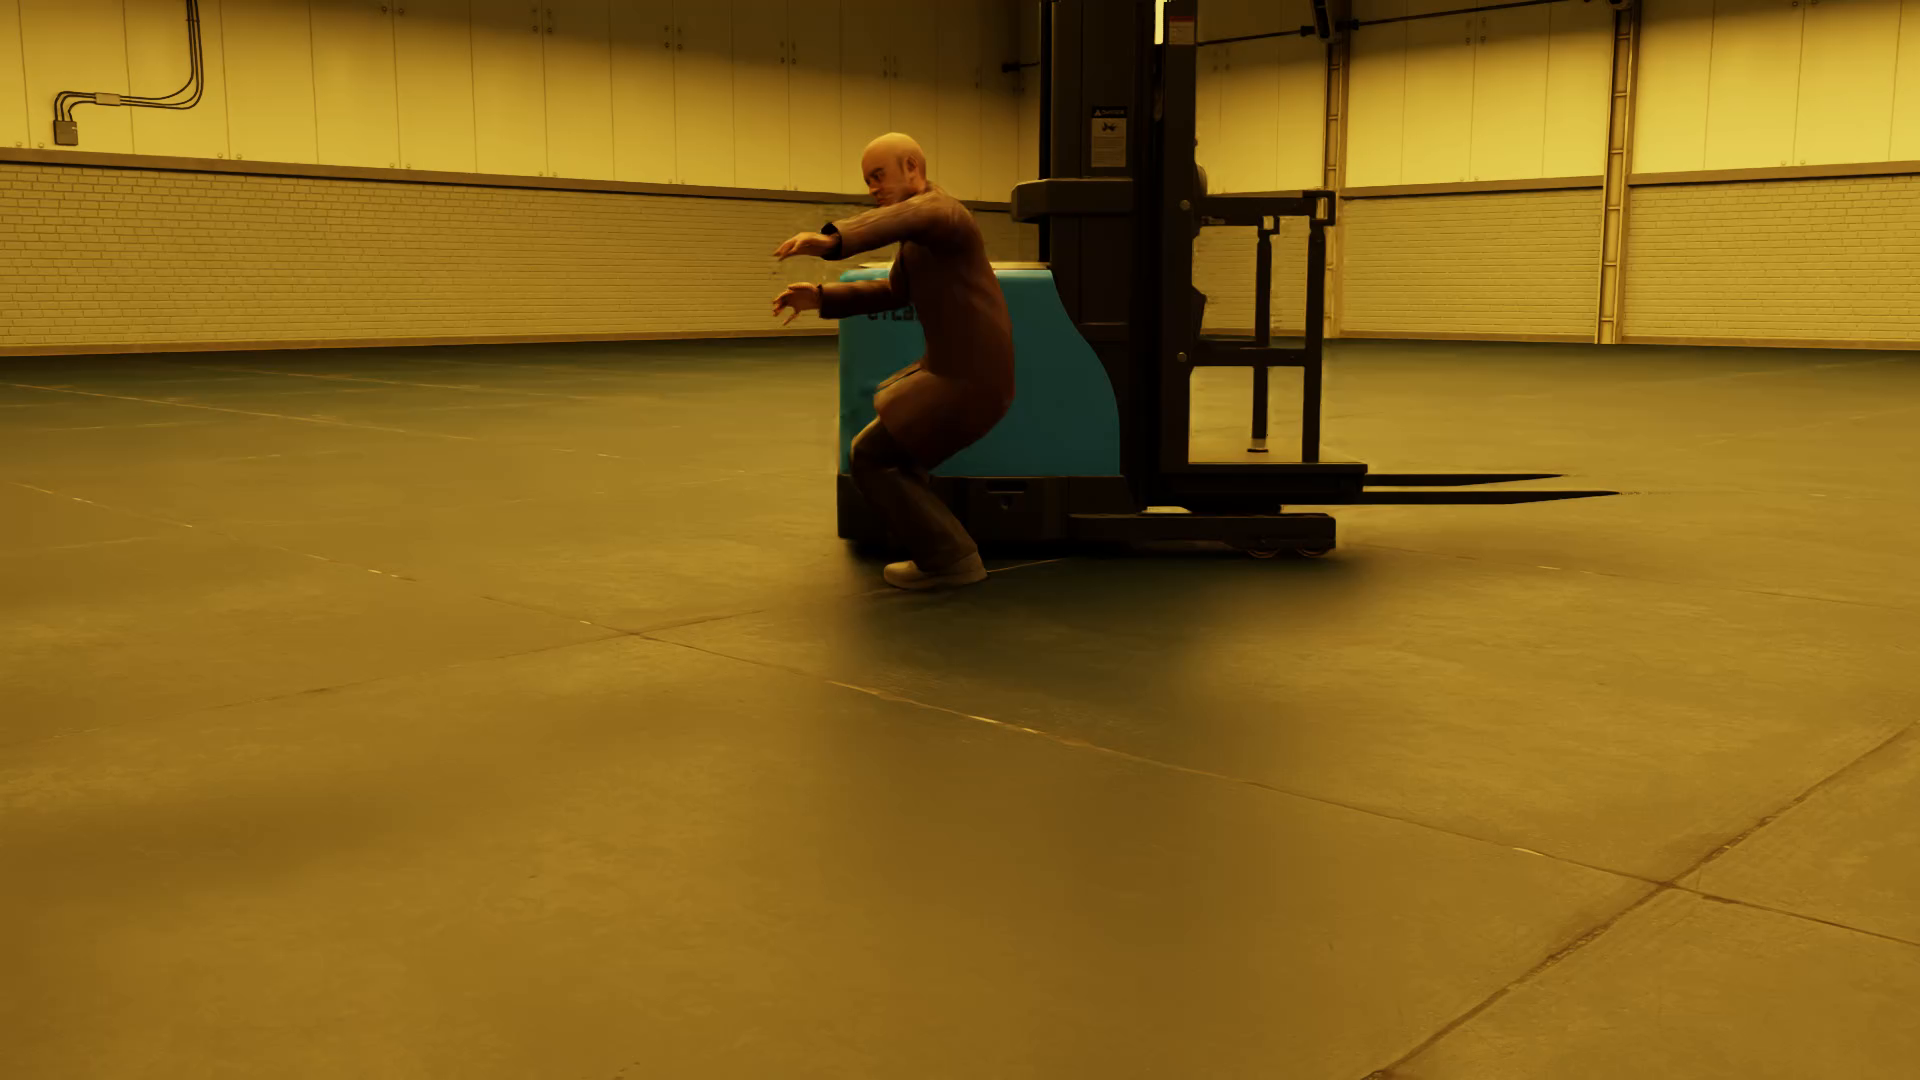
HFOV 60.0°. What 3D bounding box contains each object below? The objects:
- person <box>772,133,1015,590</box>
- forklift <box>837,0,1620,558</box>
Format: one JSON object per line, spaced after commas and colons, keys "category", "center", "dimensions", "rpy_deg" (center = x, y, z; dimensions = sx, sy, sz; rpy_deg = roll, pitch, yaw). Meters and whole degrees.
{"category": "person", "center": [-0.223, -0.568, 5.482], "dimensions": [0.804, 1.498, 1.617], "rpy_deg": [0, 9, -3]}
{"category": "forklift", "center": [1.042, -1.459, 6.565], "dimensions": [3.031, 2.935, 1.130], "rpy_deg": [0, 9, -1]}
